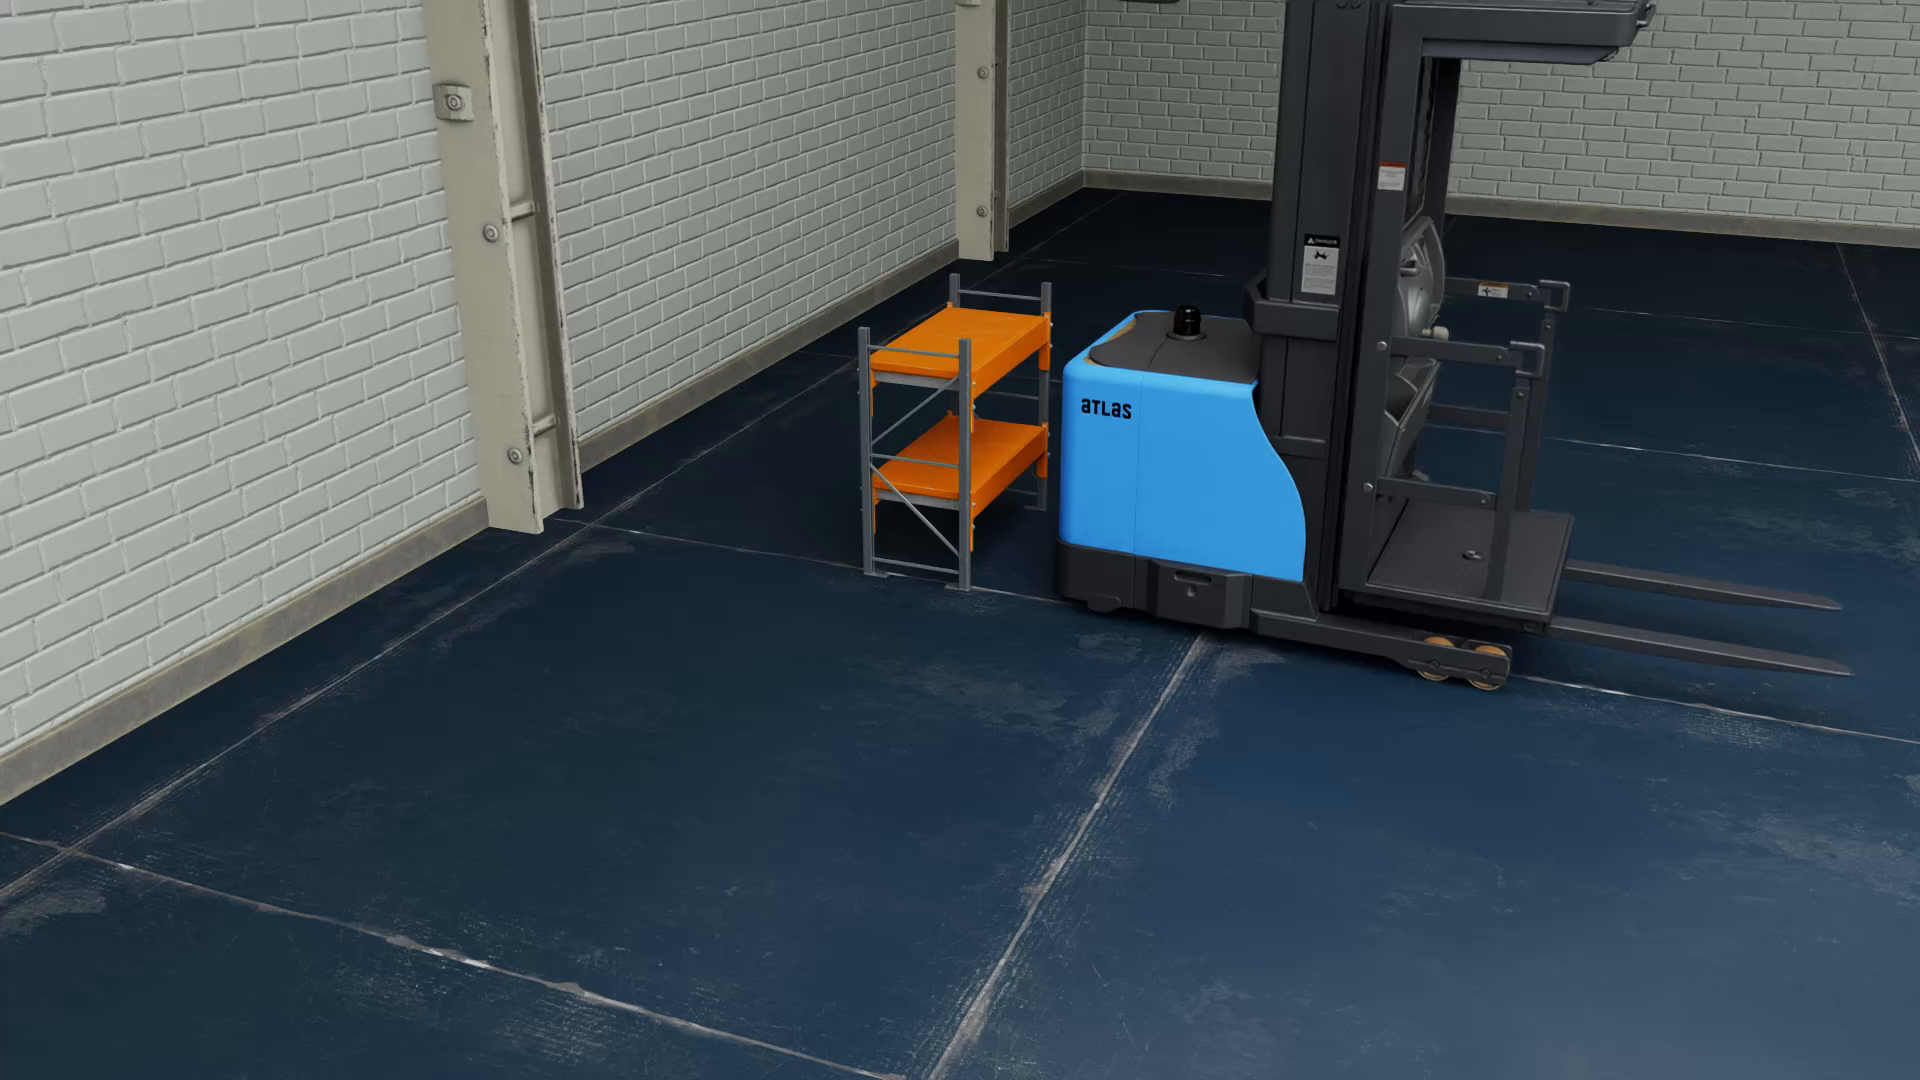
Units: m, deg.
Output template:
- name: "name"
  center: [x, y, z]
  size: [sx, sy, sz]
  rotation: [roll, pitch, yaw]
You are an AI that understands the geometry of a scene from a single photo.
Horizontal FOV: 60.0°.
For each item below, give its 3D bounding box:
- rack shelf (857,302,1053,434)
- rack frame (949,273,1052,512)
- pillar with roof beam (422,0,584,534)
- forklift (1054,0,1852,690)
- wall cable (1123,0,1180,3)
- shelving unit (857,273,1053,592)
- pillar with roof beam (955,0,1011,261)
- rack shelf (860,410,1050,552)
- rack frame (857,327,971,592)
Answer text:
- name: "rack shelf"
  center: [-0.003, -0.787, 7.415]
  size: [0.538, 0.278, 1.000]
  rotation: [9, 24, 20]
- name: "rack frame"
  center: [0.186, -0.699, 7.963]
  size: [0.500, 1.125, 0.032]
  rotation: [9, 24, 20]
- name: "pillar with roof beam"
  center: [1.942, -3.655, 4.825]
  size: [9.100, 9.000, 0.400]
  rotation: [9, 24, 20]
- name: "forklift"
  center: [1.965, -1.011, 6.367]
  size: [3.031, 2.935, 1.130]
  rotation: [10, 24, 22]
- name: "wall cable"
  center: [2.496, -5.851, 14.110]
  size: [3.097, 2.526, 0.112]
  rotation: [9, 24, 20]
- name: "shelving unit"
  center: [-0.003, -0.517, 7.527]
  size: [0.538, 1.125, 1.048]
  rotation: [9, 24, 20]
- name: "pillar with roof beam"
  center: [4.171, -5.802, 9.965]
  size: [9.100, 9.000, 0.400]
  rotation: [9, 24, 20]
- name: "rack shelf"
  center: [-0.003, -0.291, 7.622]
  size: [0.538, 0.278, 1.000]
  rotation: [9, 24, 20]
- name: "rack frame"
  center: [-0.191, -0.335, 7.092]
  size: [0.500, 1.125, 0.032]
  rotation: [9, 24, 20]
